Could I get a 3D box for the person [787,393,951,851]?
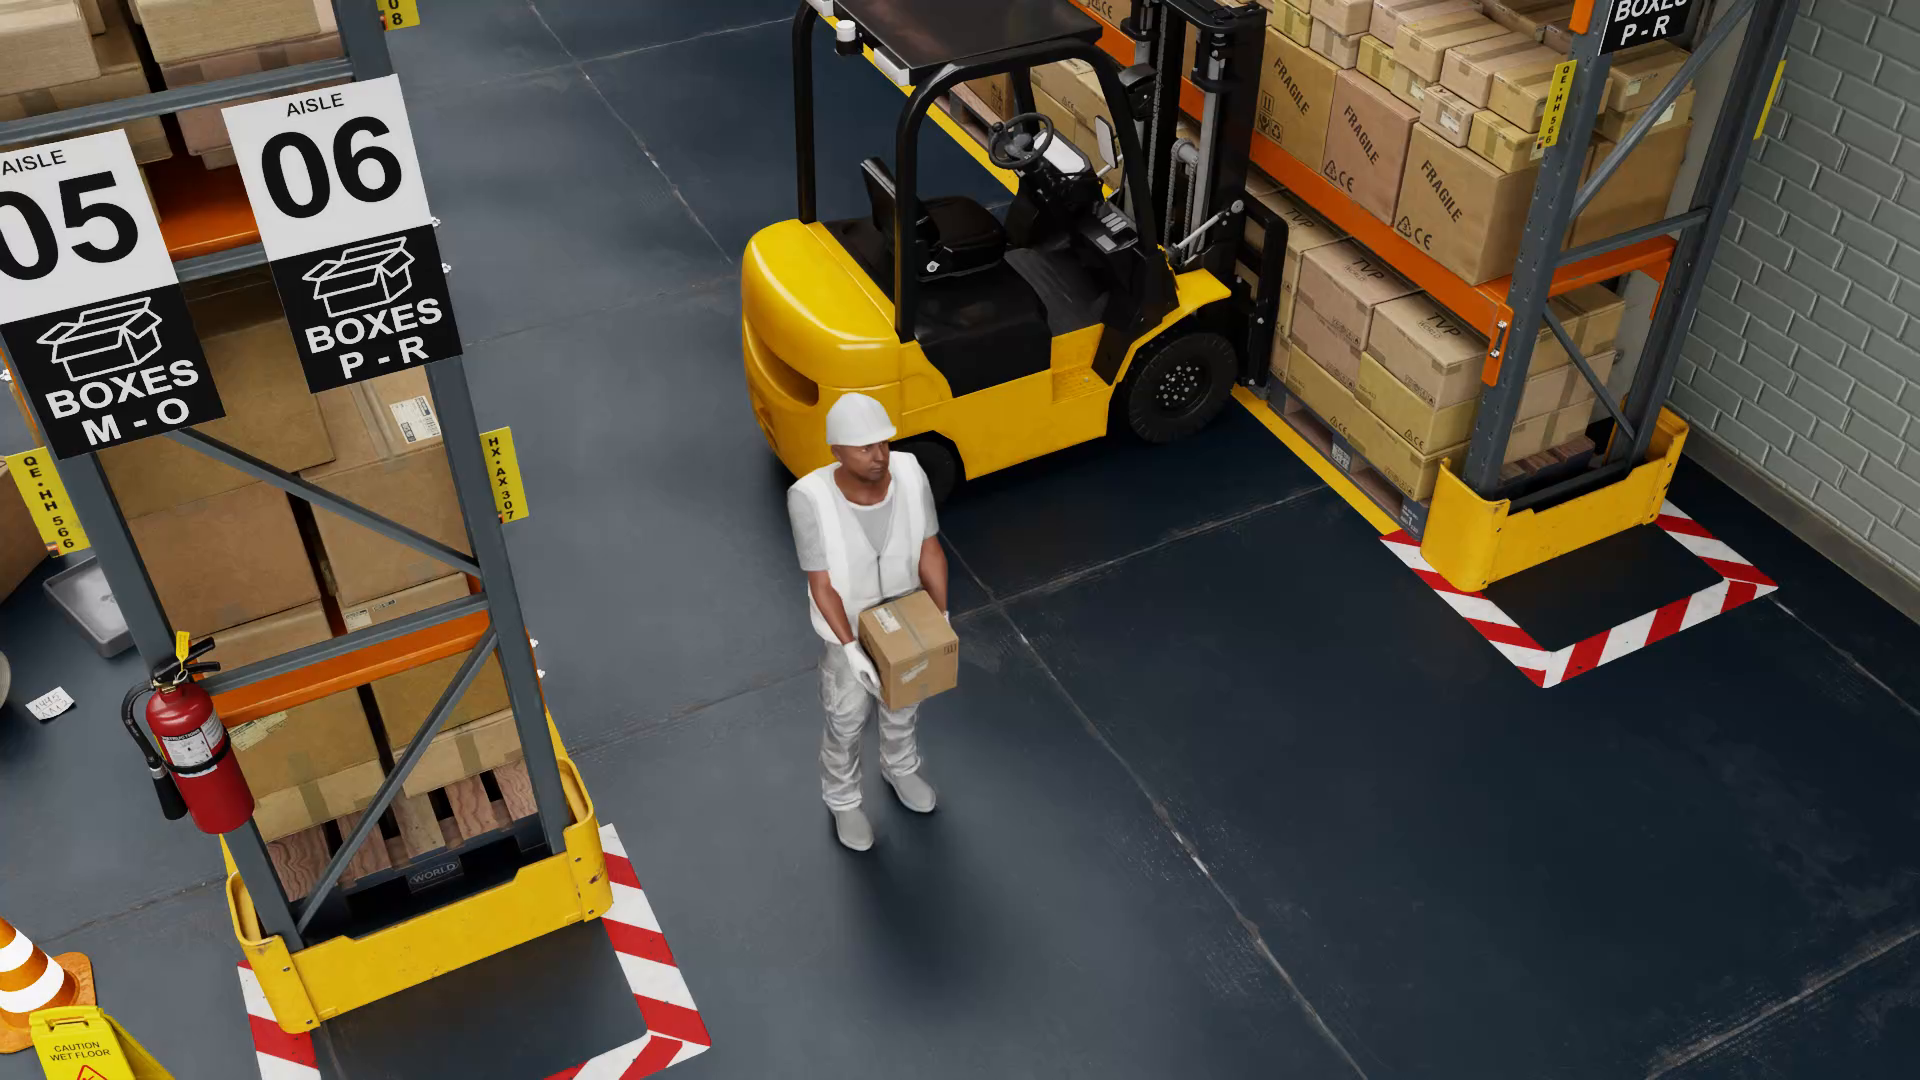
[{"bbox_3d":[-0.270,0.317,5.774,0.510,1.788,0.557,-19,44,-20],"label":"person"}]
